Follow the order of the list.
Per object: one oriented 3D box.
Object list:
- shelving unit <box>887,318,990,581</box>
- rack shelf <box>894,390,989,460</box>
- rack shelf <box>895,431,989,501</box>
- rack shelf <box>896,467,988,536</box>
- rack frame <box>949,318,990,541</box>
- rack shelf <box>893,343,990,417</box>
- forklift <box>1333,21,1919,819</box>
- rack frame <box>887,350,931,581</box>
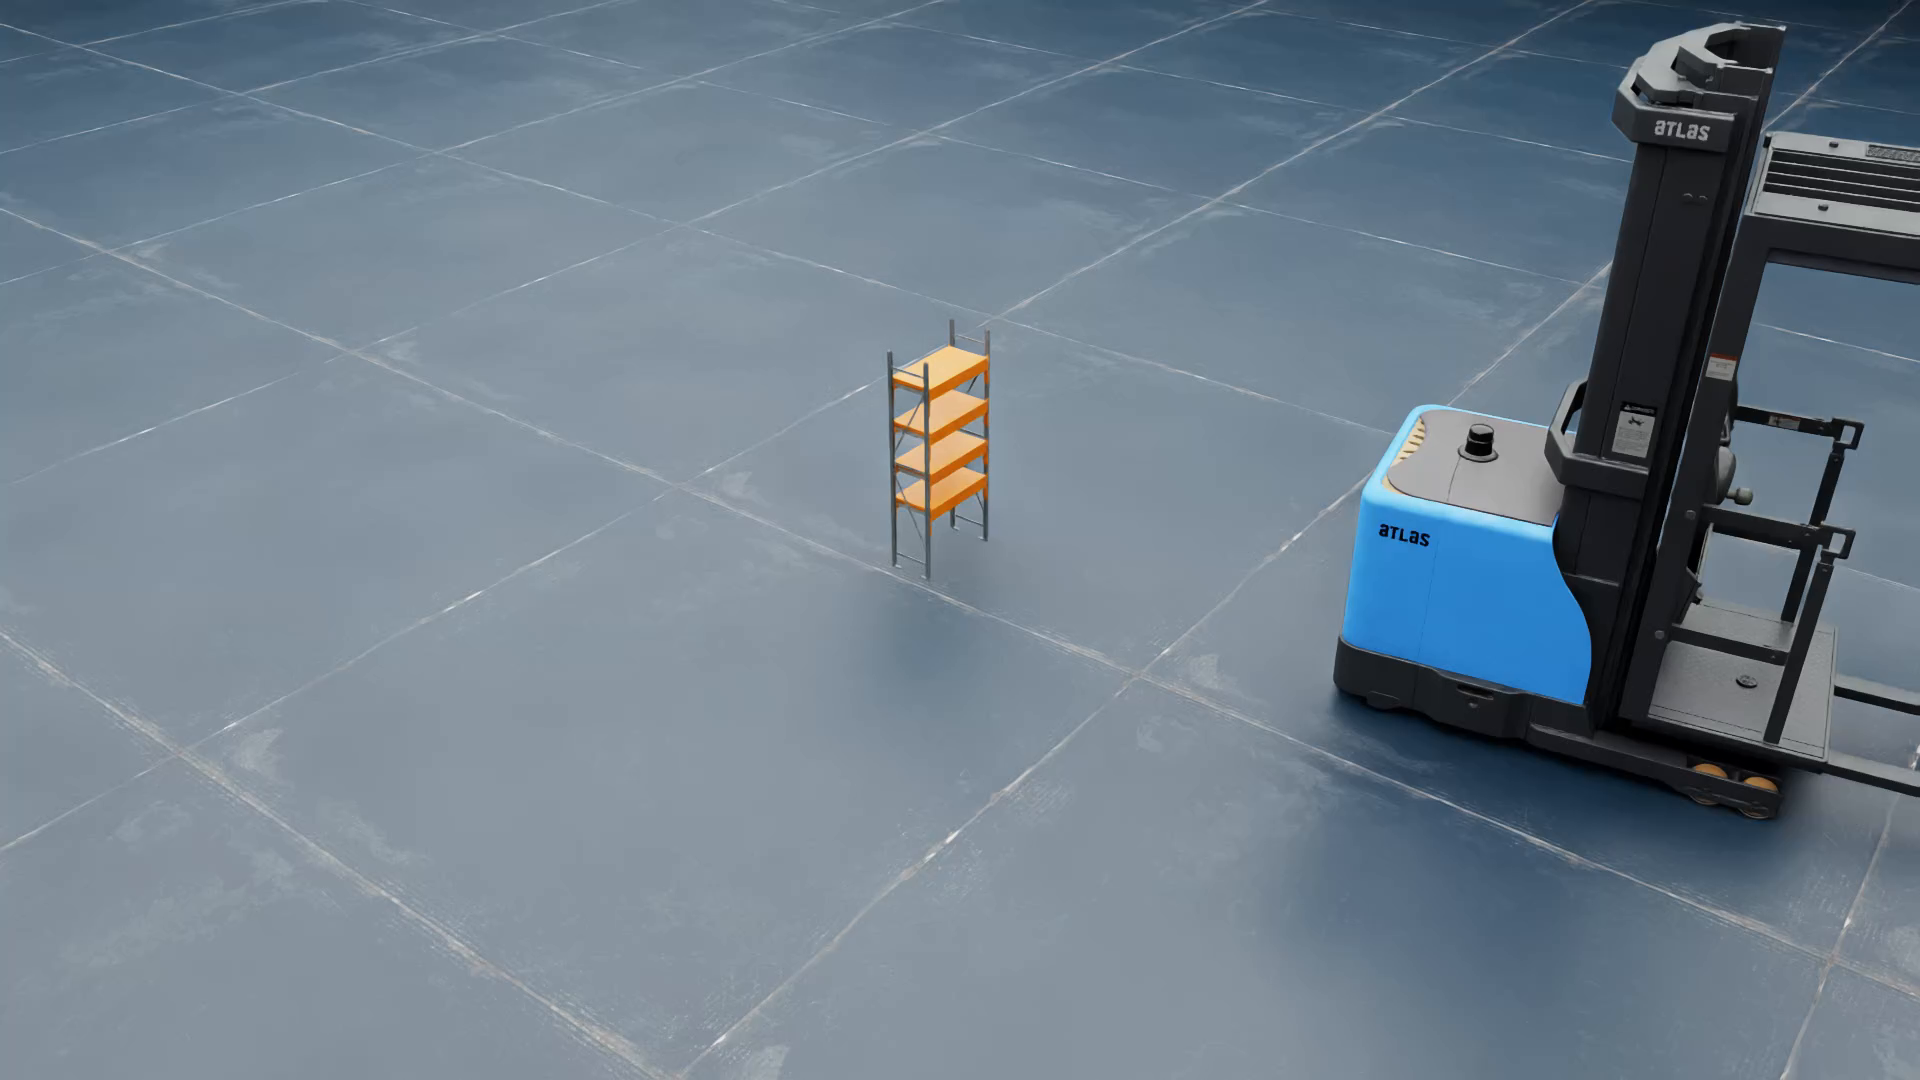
[{"bbox_3d":[-0.100,-0.449,8.331,0.258,1.200,0.503,21,37,31],"label":"shelving unit"},{"bbox_3d":[-0.100,-0.583,8.251,0.258,0.148,0.480,21,37,31],"label":"rack shelf"},{"bbox_3d":[-0.100,-0.391,8.365,0.258,0.148,0.480,21,37,31],"label":"rack shelf"},{"bbox_3d":[-0.100,-0.220,8.466,0.258,0.148,0.480,21,37,31],"label":"rack shelf"},{"bbox_3d":[0.047,-0.548,8.498,0.240,1.200,0.015,21,37,31],"label":"rack frame"},{"bbox_3d":[-0.100,-0.787,8.130,0.258,0.148,0.480,21,37,31],"label":"rack shelf"},{"bbox_3d":[3.243,-0.429,6.600,3.031,2.935,1.130,14,34,23],"label":"forklift"},{"bbox_3d":[-0.247,-0.350,8.163,0.240,1.200,0.015,21,37,31],"label":"rack frame"}]
